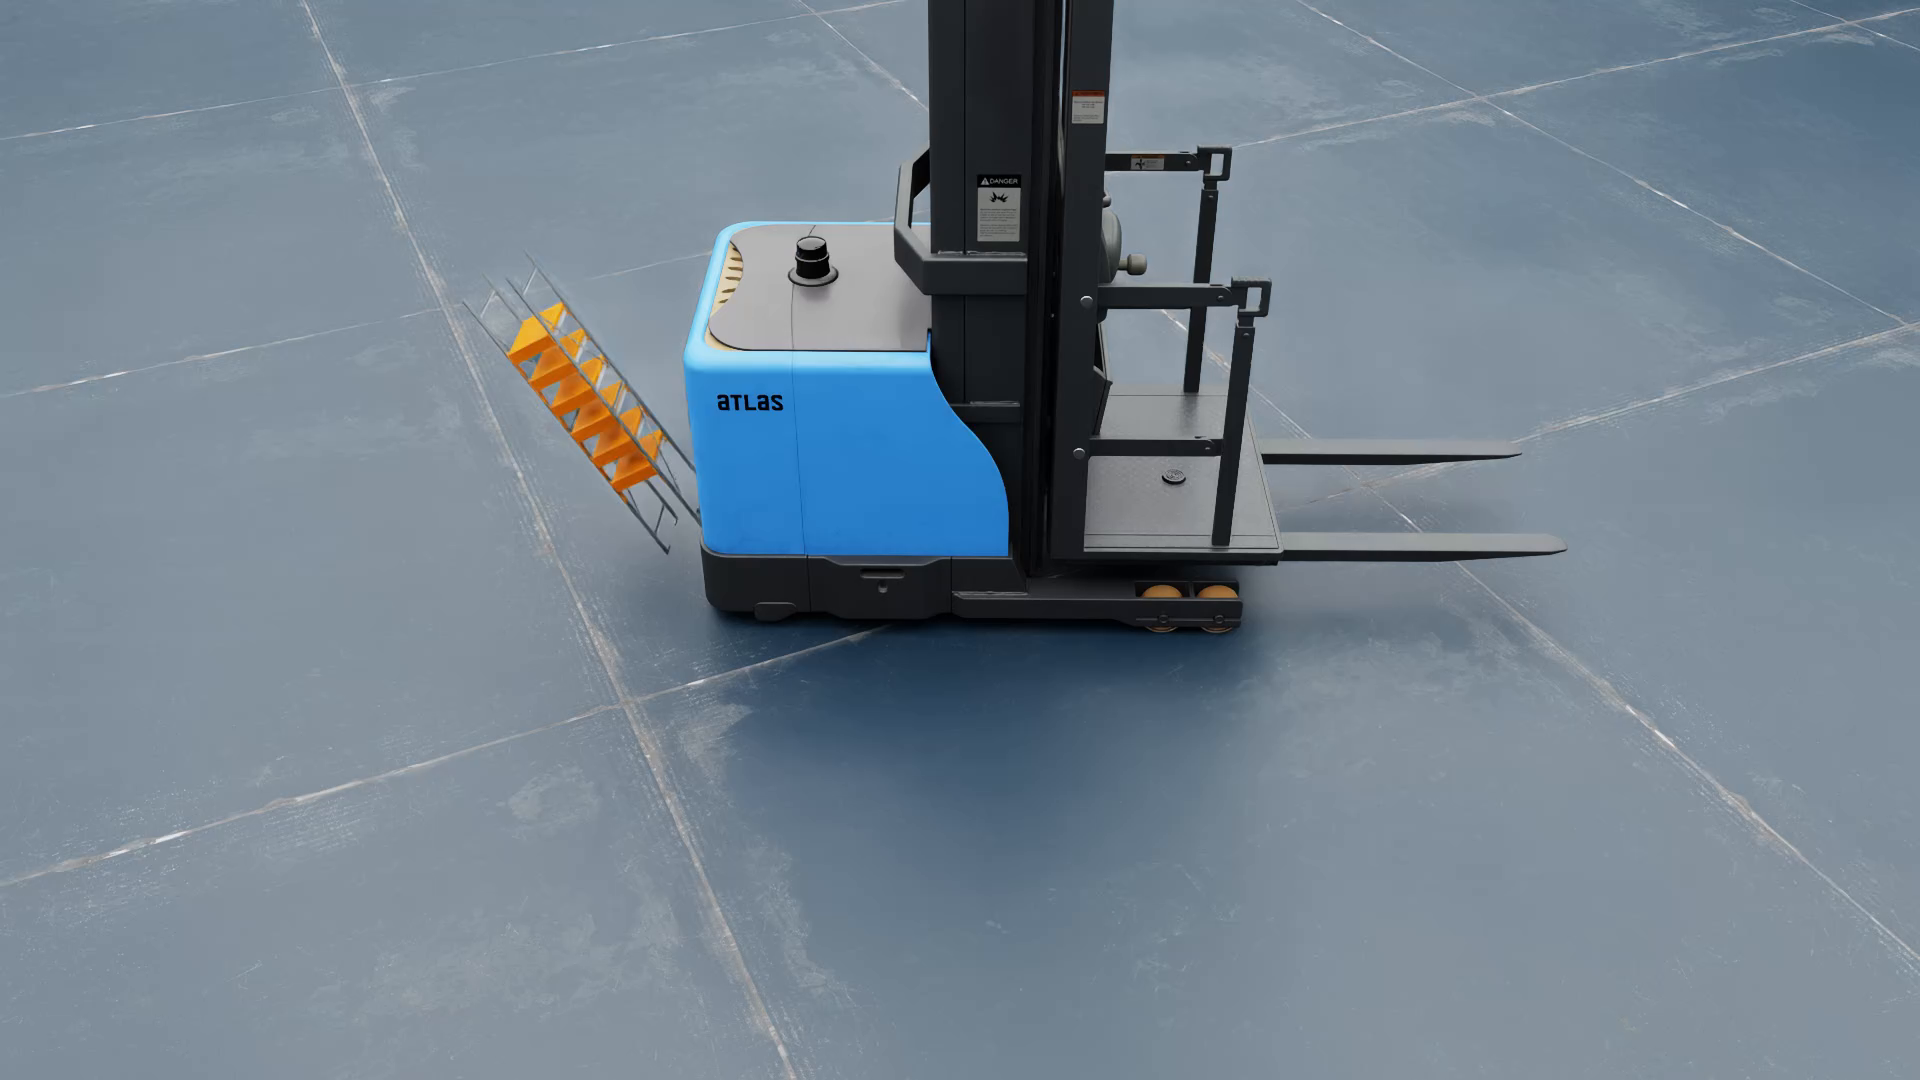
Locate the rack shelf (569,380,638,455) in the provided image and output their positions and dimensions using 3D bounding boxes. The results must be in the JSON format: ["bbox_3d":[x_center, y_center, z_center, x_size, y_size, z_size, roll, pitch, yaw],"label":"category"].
[{"bbox_3d":[-1.270,-0.446,5.954,0.180,0.103,0.258,-23,33,18],"label":"rack shelf"}]

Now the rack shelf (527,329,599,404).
[{"bbox_3d":[-1.386,-0.617,5.831,0.180,0.103,0.258,-23,33,18],"label":"rack shelf"}]

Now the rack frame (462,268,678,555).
[{"bbox_3d":[-1.372,-0.444,5.959,0.006,1.200,0.240,-23,33,18],"label":"rack frame"}]

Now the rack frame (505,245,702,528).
[{"bbox_3d":[-1.212,-0.512,5.903,0.006,1.200,0.240,-23,33,18],"label":"rack frame"}]

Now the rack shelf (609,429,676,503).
[{"bbox_3d":[-1.155,-0.276,6.077,0.180,0.103,0.258,-23,33,18],"label":"rack shelf"}]

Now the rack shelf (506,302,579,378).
[{"bbox_3d":[-1.443,-0.702,5.769,0.180,0.103,0.258,-23,33,18],"label":"rack shelf"}]

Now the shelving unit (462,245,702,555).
[{"bbox_3d":[-1.292,-0.478,5.931,0.189,1.200,0.258,-23,33,18],"label":"shelving unit"}]

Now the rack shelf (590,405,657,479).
[{"bbox_3d":[-1.213,-0.361,6.016,0.180,0.103,0.258,-23,33,18],"label":"rack shelf"}]

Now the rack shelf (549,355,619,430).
[{"bbox_3d":[-1.328,-0.532,5.892,0.180,0.103,0.258,-23,33,18],"label":"rack shelf"}]

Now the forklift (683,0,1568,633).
[{"bbox_3d":[0.622,-1.173,5.371,3.031,2.935,1.130,0,37,0],"label":"forklift"}]
